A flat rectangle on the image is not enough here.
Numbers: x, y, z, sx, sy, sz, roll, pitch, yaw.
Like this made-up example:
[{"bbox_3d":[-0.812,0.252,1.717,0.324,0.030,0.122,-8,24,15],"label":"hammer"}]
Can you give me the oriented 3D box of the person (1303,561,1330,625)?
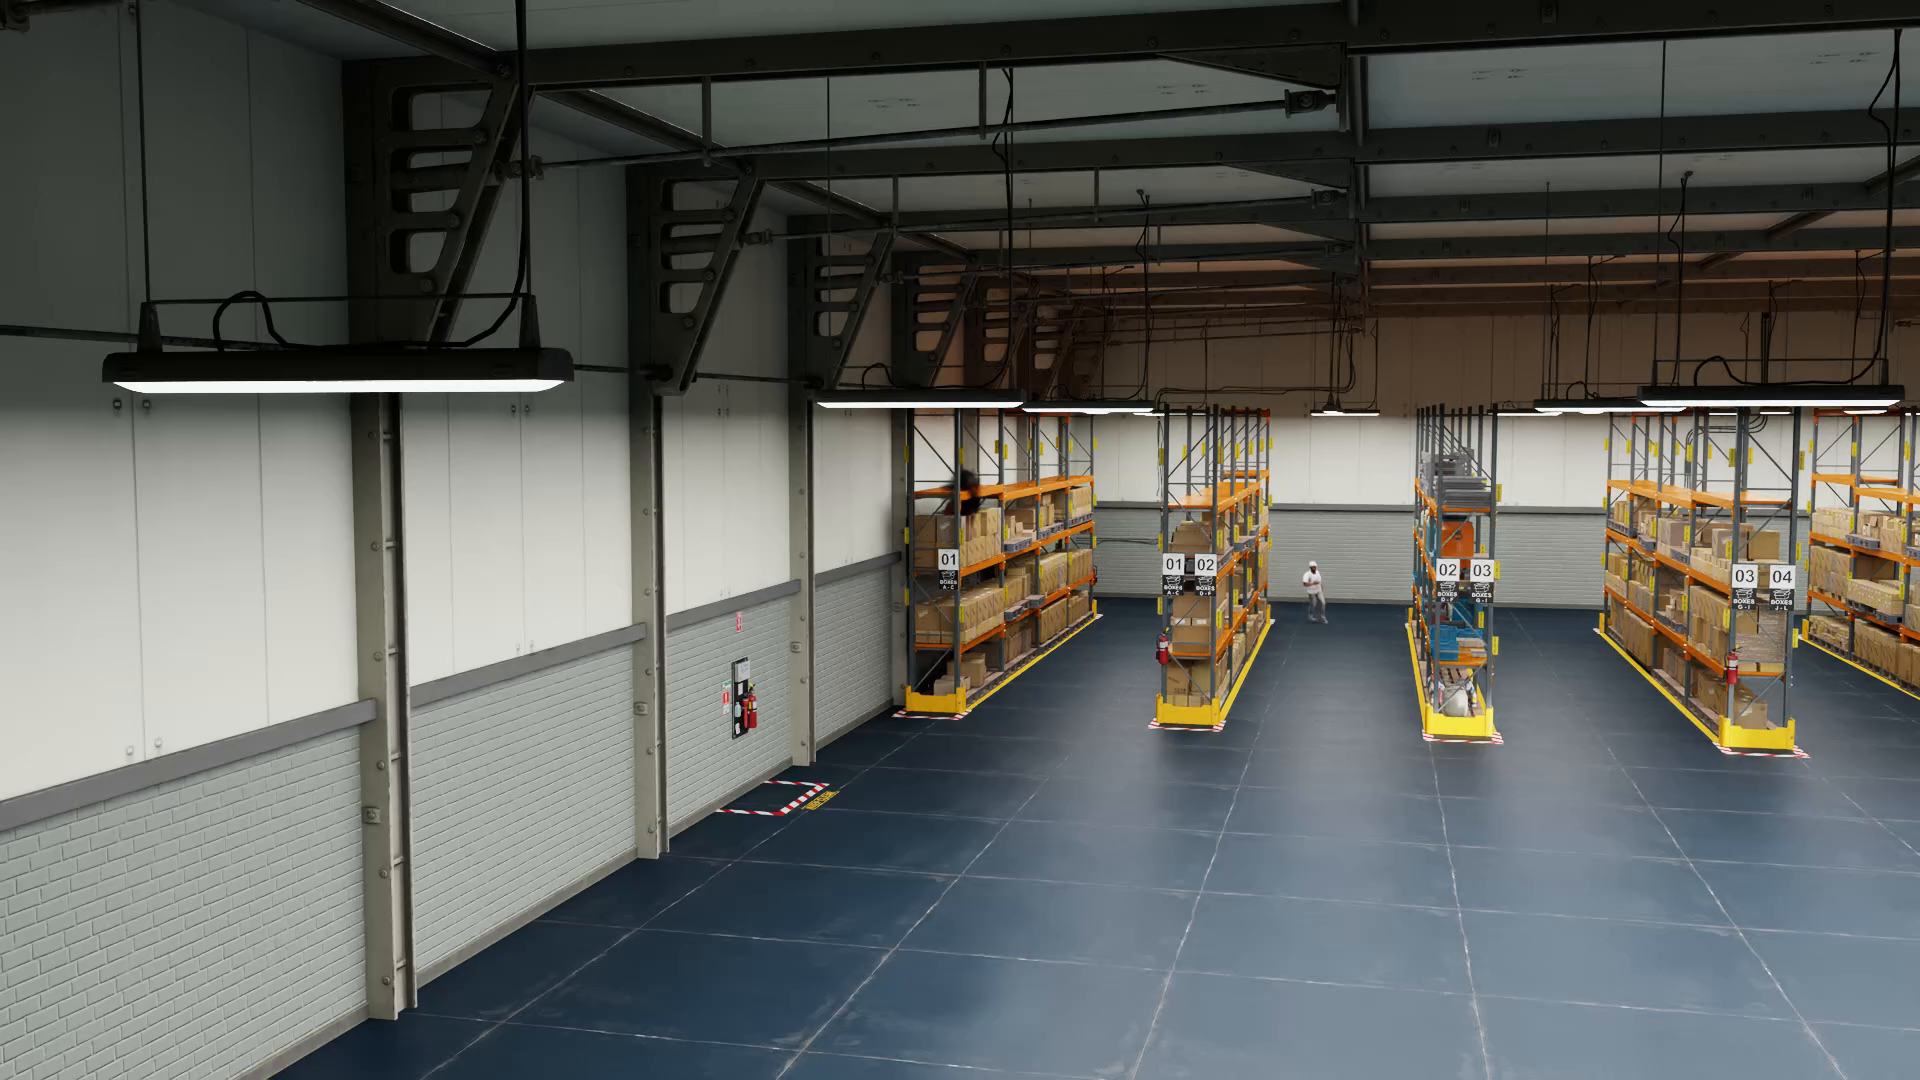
[{"bbox_3d":[9.868,1.476,46.538,0.745,1.787,0.742,-2,4,-21],"label":"person"}]
